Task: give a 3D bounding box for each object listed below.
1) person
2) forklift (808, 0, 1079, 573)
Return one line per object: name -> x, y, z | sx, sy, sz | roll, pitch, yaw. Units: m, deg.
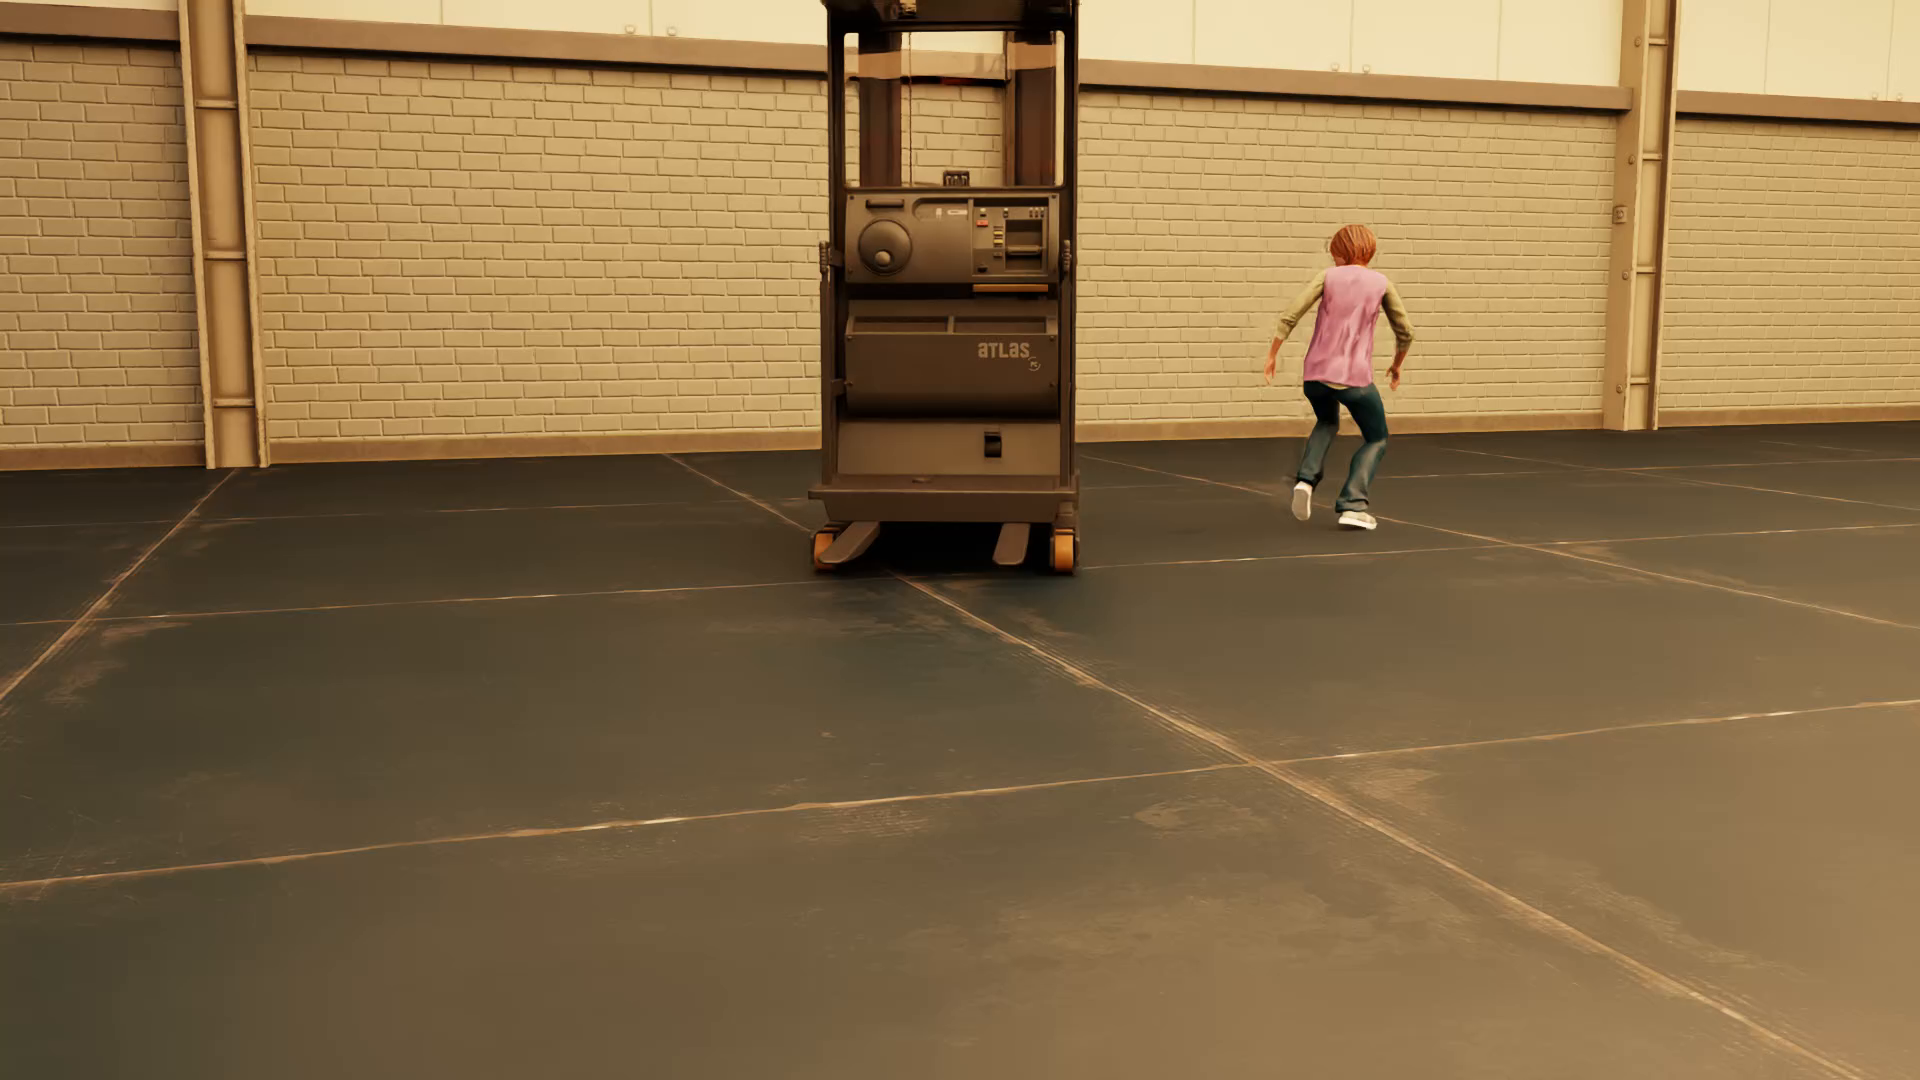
person -> 1.919, -0.807, 8.333 | 0.648, 1.501, 0.580 | 5, 9, 31
forklift -> -0.046, -1.357, 7.024 | 1.130, 2.935, 3.031 | 0, 8, 4
